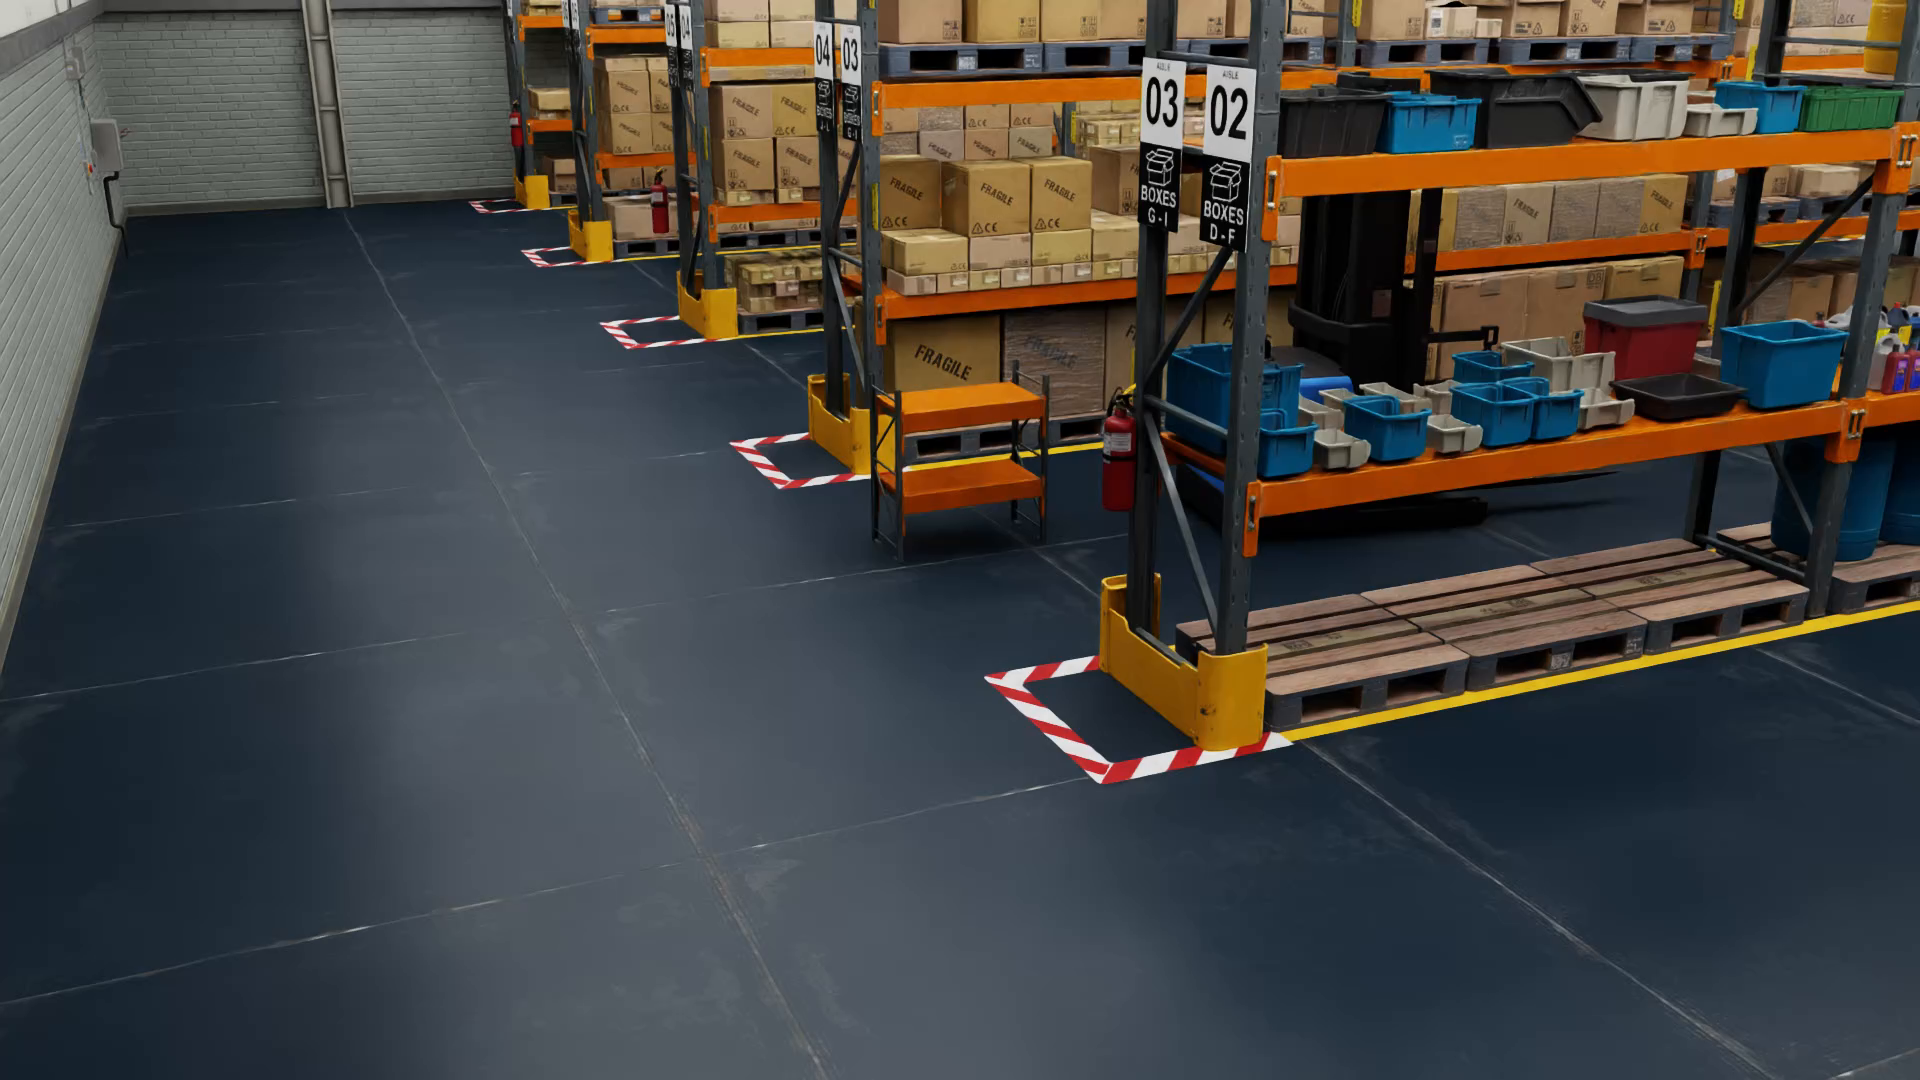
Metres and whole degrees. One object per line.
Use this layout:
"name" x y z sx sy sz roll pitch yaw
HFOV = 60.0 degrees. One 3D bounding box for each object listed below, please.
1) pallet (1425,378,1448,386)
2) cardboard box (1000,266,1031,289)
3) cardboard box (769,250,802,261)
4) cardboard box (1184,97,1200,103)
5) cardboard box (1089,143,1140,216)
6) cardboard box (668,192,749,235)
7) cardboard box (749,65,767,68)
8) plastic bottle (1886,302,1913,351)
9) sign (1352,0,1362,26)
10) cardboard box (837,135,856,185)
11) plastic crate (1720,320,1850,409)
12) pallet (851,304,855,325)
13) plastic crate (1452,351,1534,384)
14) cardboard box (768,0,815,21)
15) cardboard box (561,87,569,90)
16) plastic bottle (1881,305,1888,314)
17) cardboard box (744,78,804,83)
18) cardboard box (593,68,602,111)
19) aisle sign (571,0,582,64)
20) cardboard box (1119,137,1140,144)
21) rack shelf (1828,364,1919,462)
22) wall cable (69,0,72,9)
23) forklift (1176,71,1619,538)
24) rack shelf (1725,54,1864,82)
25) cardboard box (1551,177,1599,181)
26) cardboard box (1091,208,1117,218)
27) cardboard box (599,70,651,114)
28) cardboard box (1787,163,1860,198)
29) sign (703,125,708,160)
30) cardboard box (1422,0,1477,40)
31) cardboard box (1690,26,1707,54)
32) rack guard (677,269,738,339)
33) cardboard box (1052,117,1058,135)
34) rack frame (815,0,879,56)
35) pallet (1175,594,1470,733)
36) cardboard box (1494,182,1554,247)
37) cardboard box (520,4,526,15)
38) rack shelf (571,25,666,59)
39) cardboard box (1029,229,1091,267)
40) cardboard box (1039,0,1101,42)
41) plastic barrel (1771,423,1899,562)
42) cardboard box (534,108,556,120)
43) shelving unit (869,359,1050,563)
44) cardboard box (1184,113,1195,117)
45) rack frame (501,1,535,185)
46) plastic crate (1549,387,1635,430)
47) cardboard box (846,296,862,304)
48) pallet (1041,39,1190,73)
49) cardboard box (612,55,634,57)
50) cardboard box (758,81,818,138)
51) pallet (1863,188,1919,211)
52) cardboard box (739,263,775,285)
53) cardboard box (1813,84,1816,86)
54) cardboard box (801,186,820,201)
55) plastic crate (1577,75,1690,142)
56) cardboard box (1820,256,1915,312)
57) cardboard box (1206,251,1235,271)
"pallet" 3.532 -1.430 14.766 1.213 0.211 1.003 -8 21 -22
"cardboard box" 0.347 -2.025 12.635 0.250 0.149 0.380 -8 21 -23
"cardboard box" -1.864 -2.990 17.761 0.250 0.149 0.380 -9 21 -23
"cardboard box" 3.106 -6.543 23.859 0.500 0.500 0.500 -9 21 -23
"cardboard box" 1.382 -2.927 13.467 0.500 0.500 0.500 -9 21 -24
"cardboard box" -3.341 -4.347 22.076 0.875 0.438 0.875 -8 21 -20
"cardboard box" -2.647 -6.144 21.323 0.250 0.149 0.380 -8 21 -22
"plastic bottle" 5.757 -1.288 10.239 0.185 0.351 0.144 -8 21 -22
"sign" 3.075 -4.148 12.872 0.005 0.325 0.100 -8 21 -22
"cardboard box" -1.233 -3.922 17.045 0.500 0.500 0.500 -8 21 -21
"plastic crate" 4.522 -0.966 9.182 0.575 0.384 0.392 -8 21 -22
"pallet" -0.743 -2.571 18.005 1.213 0.211 1.003 -8 21 -22
"plastic crate" 2.927 -0.882 9.172 0.300 0.233 0.416 -8 21 -22
"cardboard box" -1.706 -5.248 16.367 0.500 0.250 0.500 -8 21 -23
"cardboard box" -5.923 -6.908 25.904 0.500 0.250 0.500 -8 21 -22
"plastic bottle" 5.700 -1.332 10.364 0.185 0.351 0.144 -8 21 -22
"cardboard box" -1.904 -4.482 17.132 0.500 0.500 0.500 -9 21 -24
"cardboard box" -4.396 -5.772 21.241 0.500 0.500 0.500 -7 21 -20
"aisle sign" -4.696 -6.245 20.328 0.004 0.787 0.394 -8 21 -22
"cardboard box" 1.763 -4.313 18.053 0.250 0.149 0.380 -9 21 -23
"rack shelf" 6.652 -1.034 10.526 4.000 0.370 1.077 -8 21 -22
"wall cable" -11.220 -8.214 20.745 0.133 3.039 2.988 -8 21 -22
"forklift" 3.104 -1.643 11.276 3.031 2.935 1.130 -5 20 -13
"rack shelf" 8.363 -4.486 15.812 4.000 0.370 1.077 -8 21 -22
"cardboard box" 5.249 -3.491 14.760 0.637 0.503 0.797 -8 21 -21
"cardboard box" 0.931 -2.512 13.419 0.500 0.250 0.500 -8 21 -22
"cardboard box" -4.191 -5.612 20.788 0.500 0.500 0.500 -9 21 -23
"cardboard box" 8.157 -3.425 15.826 0.500 0.250 0.500 -9 21 -23
"sign" -2.476 -3.863 16.175 0.005 0.325 0.100 -8 21 -22
"cardboard box" 3.897 -4.309 13.728 0.500 0.311 0.500 -9 21 -24
"cardboard box" 6.866 -4.629 15.361 0.500 0.250 0.500 -8 21 -22
"rack guard" -2.621 -2.452 17.232 0.348 0.500 1.175 -8 21 -22
"cardboard box" 1.308 -5.819 23.259 0.500 0.250 0.500 -8 21 -22
"rack frame" -0.819 -4.924 11.458 0.127 3.000 1.000 -8 21 -22
"pallet" 1.915 0.634 8.903 1.213 0.211 1.003 -8 21 -22
"cardboard box" 4.769 -2.854 14.461 0.500 0.500 0.500 -8 21 -21
"cardboard box" -6.512 -8.039 25.199 0.250 0.149 0.380 -8 21 -20
"rack shelf" -2.908 -6.455 21.406 4.000 0.370 1.077 -8 21 -22
"cardboard box" 0.666 -2.281 12.760 0.500 0.250 0.500 -9 21 -24
"cardboard box" 0.657 -4.007 12.435 0.500 0.500 0.700 -10 22 -26
"plastic barrel" 5.322 -0.385 10.127 0.708 0.901 0.600 -8 21 -22
"cardboard box" -6.303 -6.471 25.262 0.250 0.149 0.380 -8 21 -22
"shelving unit" -0.006 -0.530 10.833 1.048 1.125 0.538 -8 21 -22
"cardboard box" 2.470 -4.791 18.961 0.250 0.149 0.380 -9 21 -24
"rack frame" -6.714 -6.630 25.335 0.127 3.000 1.000 -8 21 -22
"plastic crate" 3.336 -0.694 8.782 0.466 0.136 0.293 -8 21 -22
"cardboard box" -1.175 -2.602 17.556 0.250 0.149 0.380 -8 21 -22
"pallet" 0.980 -3.730 12.717 1.213 0.211 1.003 -8 21 -22
"cardboard box" -4.271 -6.091 21.171 0.250 0.149 0.380 -8 21 -21
"cardboard box" -1.713 -4.326 16.688 0.500 0.500 0.500 -8 21 -20
"pallet" 9.440 -3.527 16.810 1.213 0.211 1.003 -8 21 -22
"cardboard box" -2.075 -2.720 16.995 0.250 0.149 0.380 -9 21 -24
"cardboard box" 11.176 -6.168 22.171 0.550 0.550 0.875 -8 21 -22
"cardboard box" -1.594 -3.586 17.068 0.250 0.149 0.380 -7 21 -19
"plastic crate" 3.300 -2.141 8.247 0.530 0.282 0.437 -8 21 -22
"cardboard box" 9.182 -2.571 16.908 0.500 0.500 0.700 -8 21 -22
"cardboard box" 1.995 -2.261 13.305 0.250 0.149 0.380 -8 21 -21
